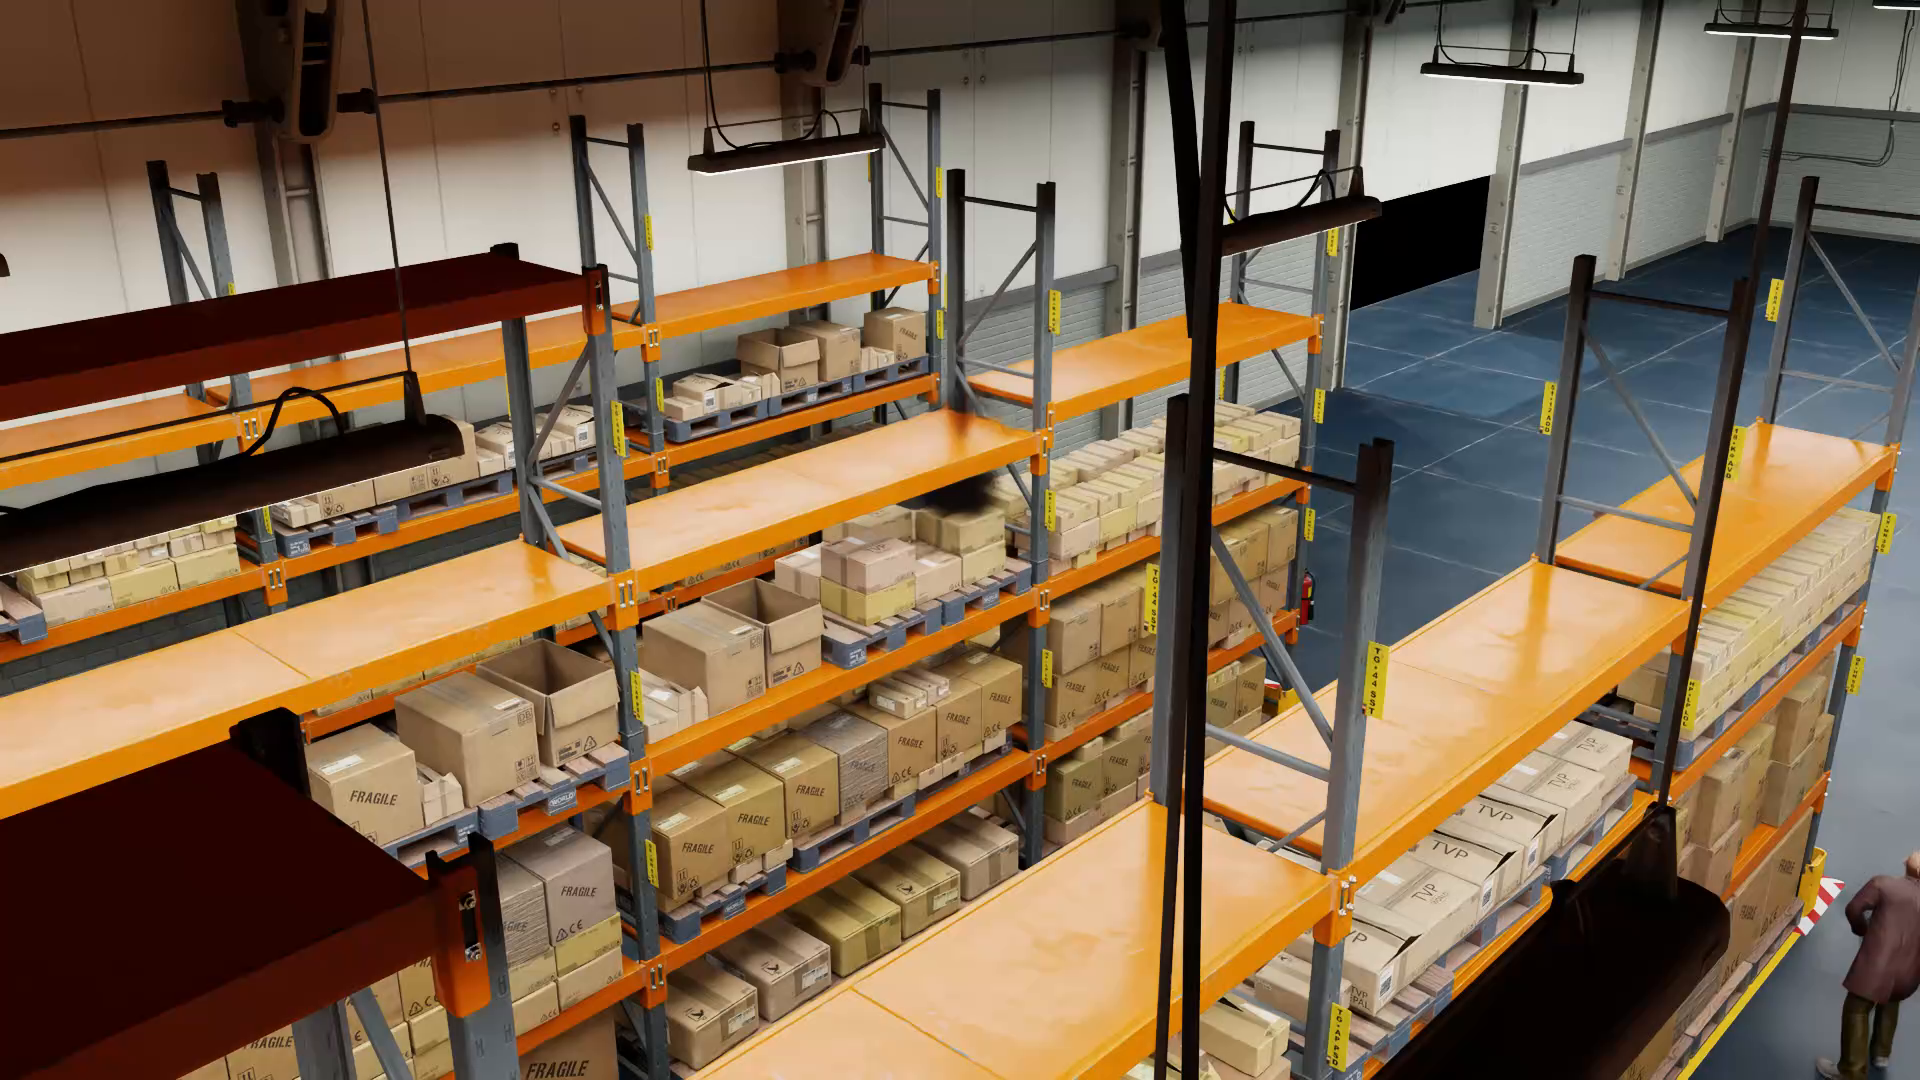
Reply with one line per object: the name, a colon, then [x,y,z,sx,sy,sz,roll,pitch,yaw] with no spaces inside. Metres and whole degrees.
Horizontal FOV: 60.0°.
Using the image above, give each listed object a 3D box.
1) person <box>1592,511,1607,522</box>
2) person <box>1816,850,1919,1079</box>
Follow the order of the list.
person: [7.118,0.472,18.526,0.663,1.677,0.771,-1,21,-2]
person: [6.641,3.071,11.878,0.776,1.658,0.835,5,22,13]
